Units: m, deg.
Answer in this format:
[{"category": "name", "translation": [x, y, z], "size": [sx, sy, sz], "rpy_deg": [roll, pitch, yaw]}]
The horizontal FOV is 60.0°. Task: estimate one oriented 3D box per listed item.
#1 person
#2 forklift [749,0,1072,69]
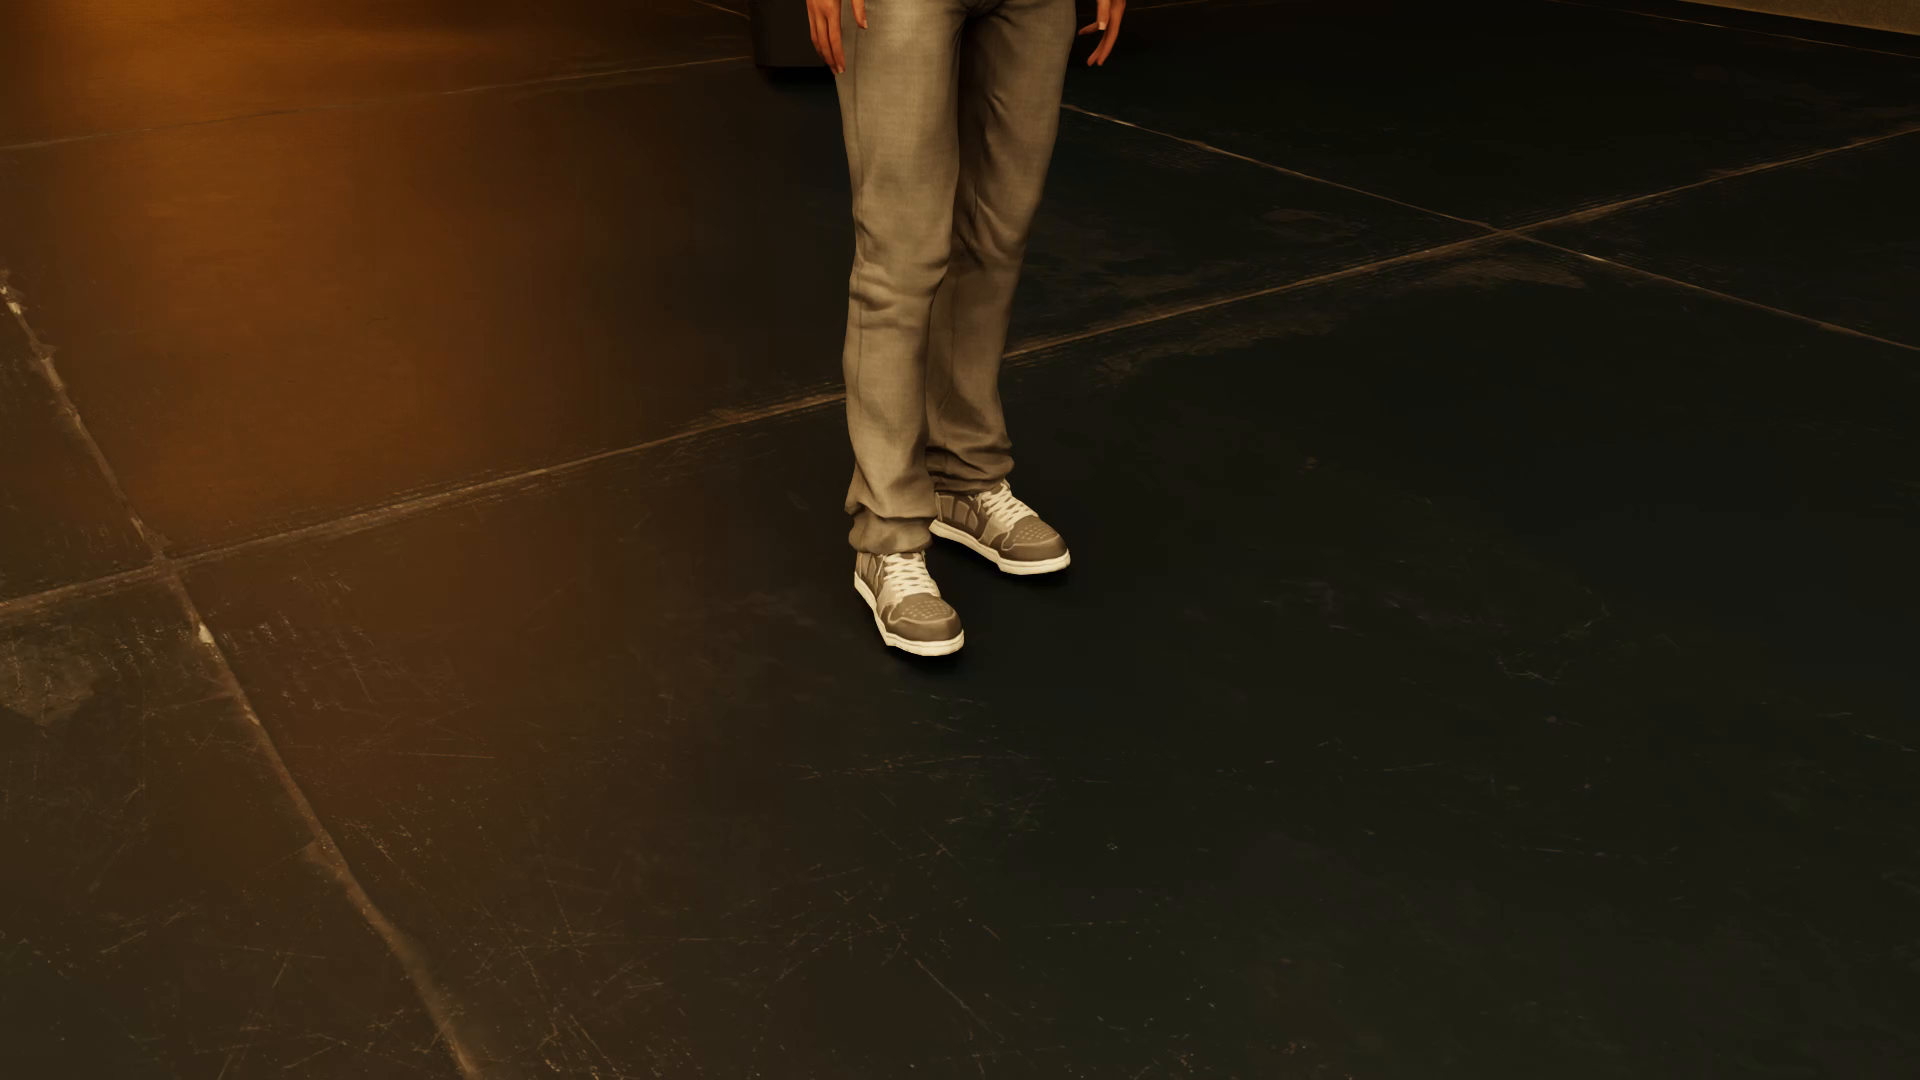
[{"category": "person", "translation": [0.030, -0.690, 2.077], "size": [0.520, 1.597, 0.475], "rpy_deg": [-17, 31, -31]}, {"category": "forklift", "translation": [-0.201, -3.464, 6.137], "size": [1.130, 2.935, 3.031], "rpy_deg": [-1, 27, -2]}]
